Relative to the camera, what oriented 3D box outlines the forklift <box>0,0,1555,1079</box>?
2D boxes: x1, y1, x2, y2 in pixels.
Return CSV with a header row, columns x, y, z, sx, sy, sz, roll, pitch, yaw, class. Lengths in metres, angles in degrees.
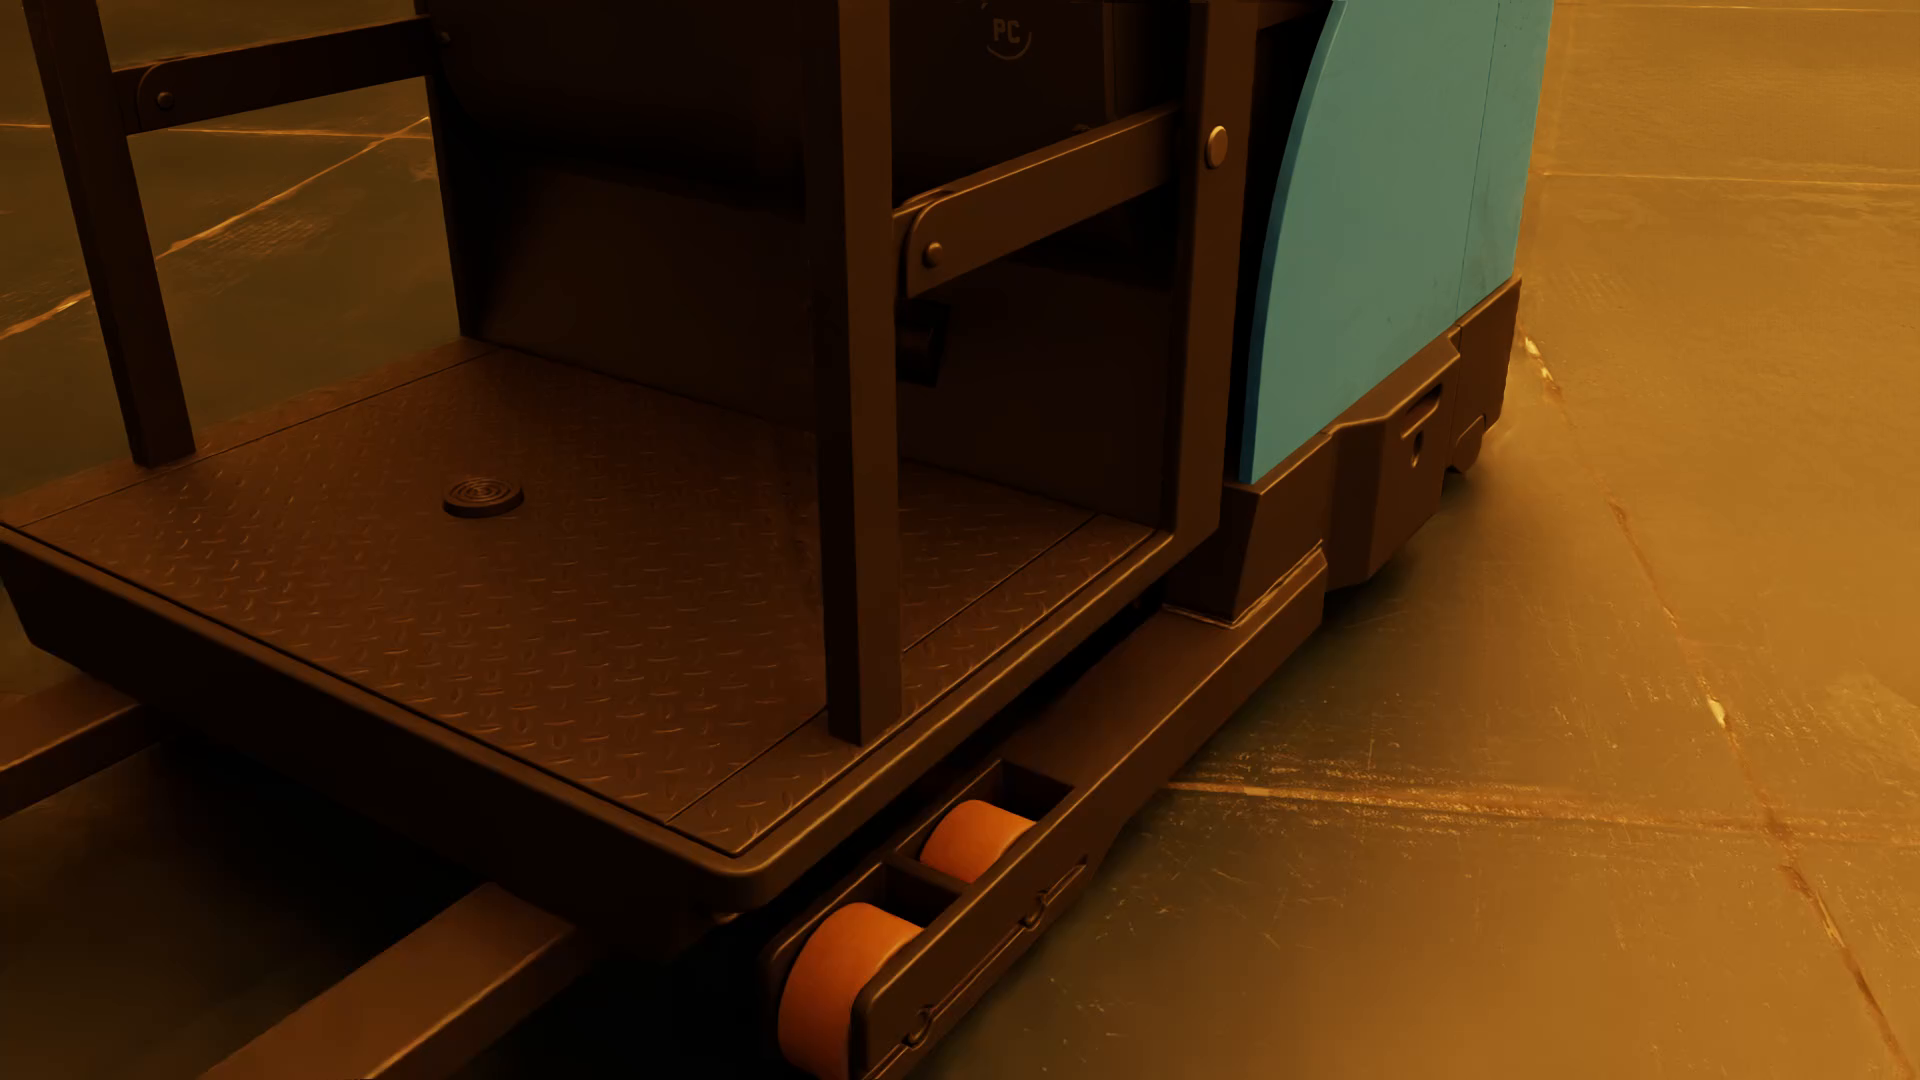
x,y,z,sx,sy,sz,roll,pitch,yaw,class
-0.340,-1.056,1.333,1.130,2.935,3.031,17,31,30,forklift
